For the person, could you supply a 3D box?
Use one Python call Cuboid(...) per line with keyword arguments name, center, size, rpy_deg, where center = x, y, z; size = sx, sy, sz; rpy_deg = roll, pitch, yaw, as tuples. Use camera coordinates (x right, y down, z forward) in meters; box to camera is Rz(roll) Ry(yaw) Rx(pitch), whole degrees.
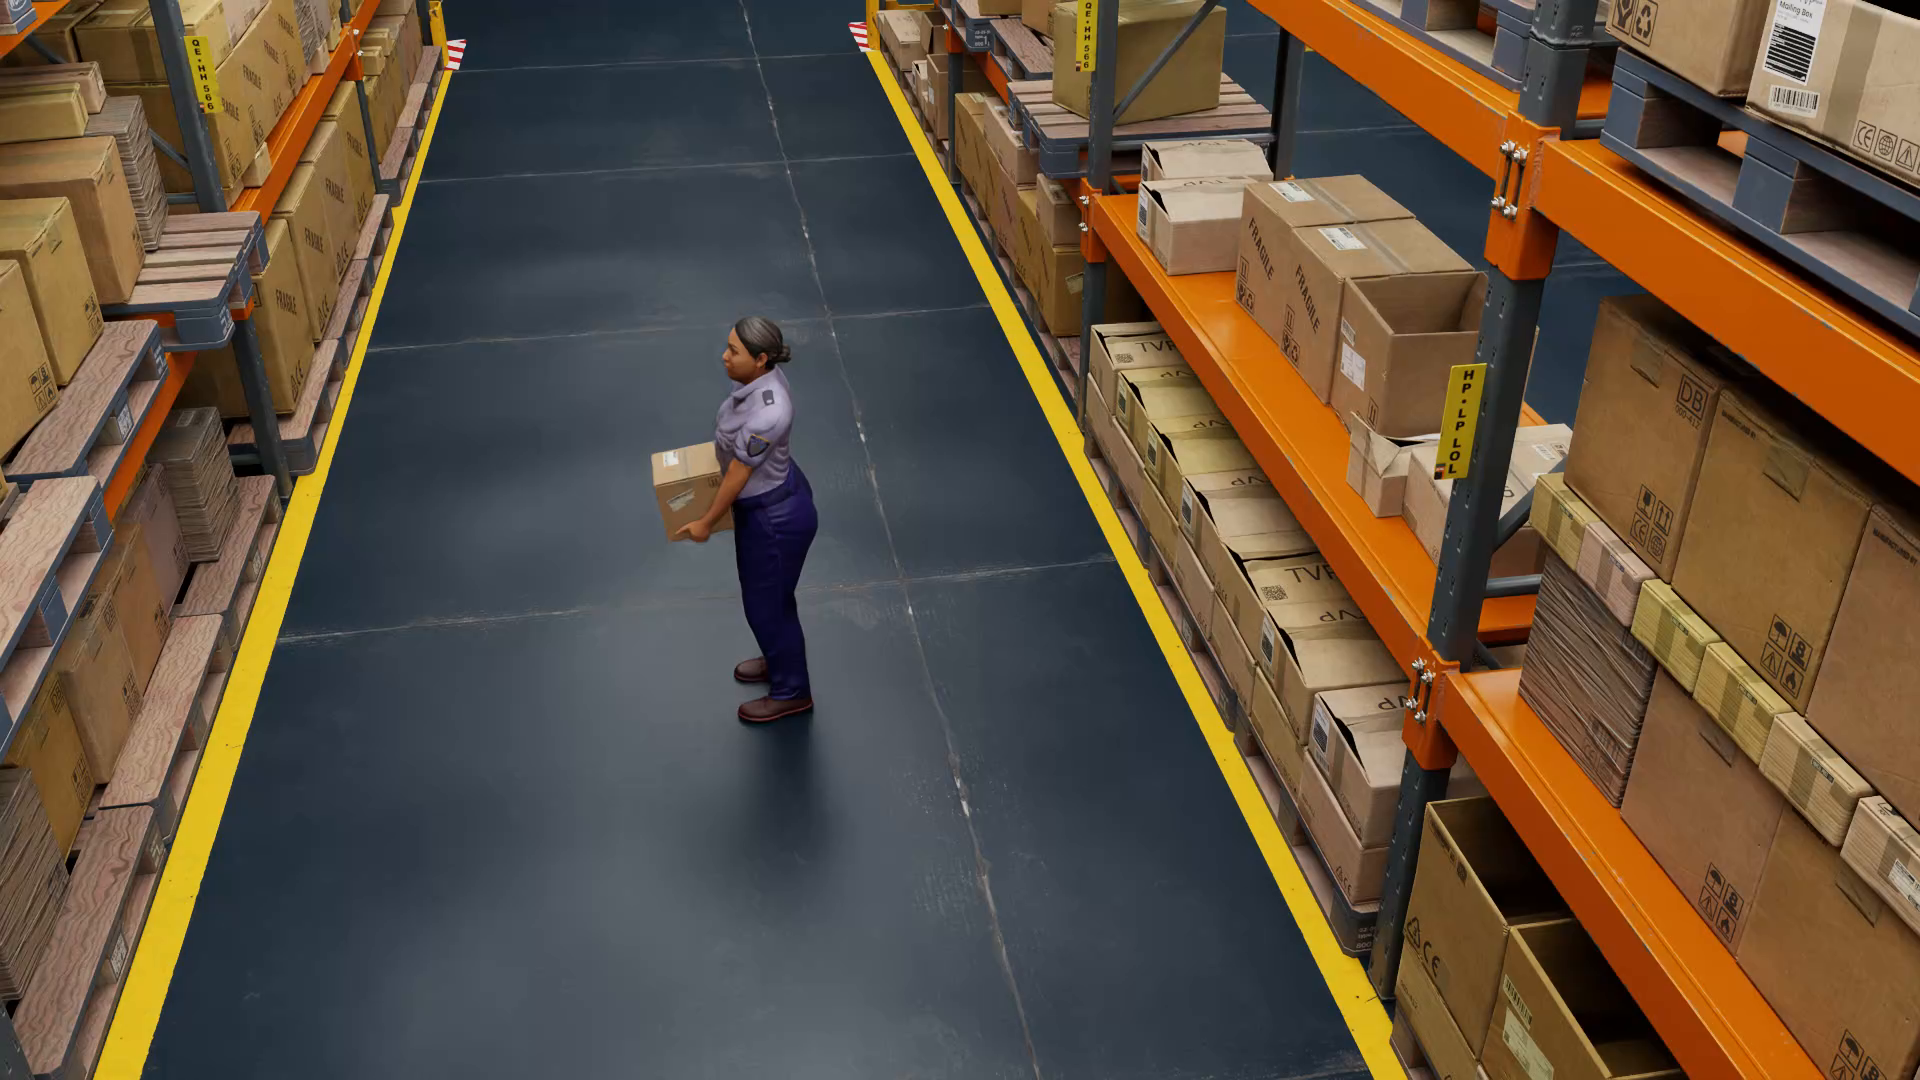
Cuboid(name="person", center=(-0.809, -0.079, 6.288), size=(0.531, 1.647, 0.435), rpy_deg=(-6, 31, -10))
